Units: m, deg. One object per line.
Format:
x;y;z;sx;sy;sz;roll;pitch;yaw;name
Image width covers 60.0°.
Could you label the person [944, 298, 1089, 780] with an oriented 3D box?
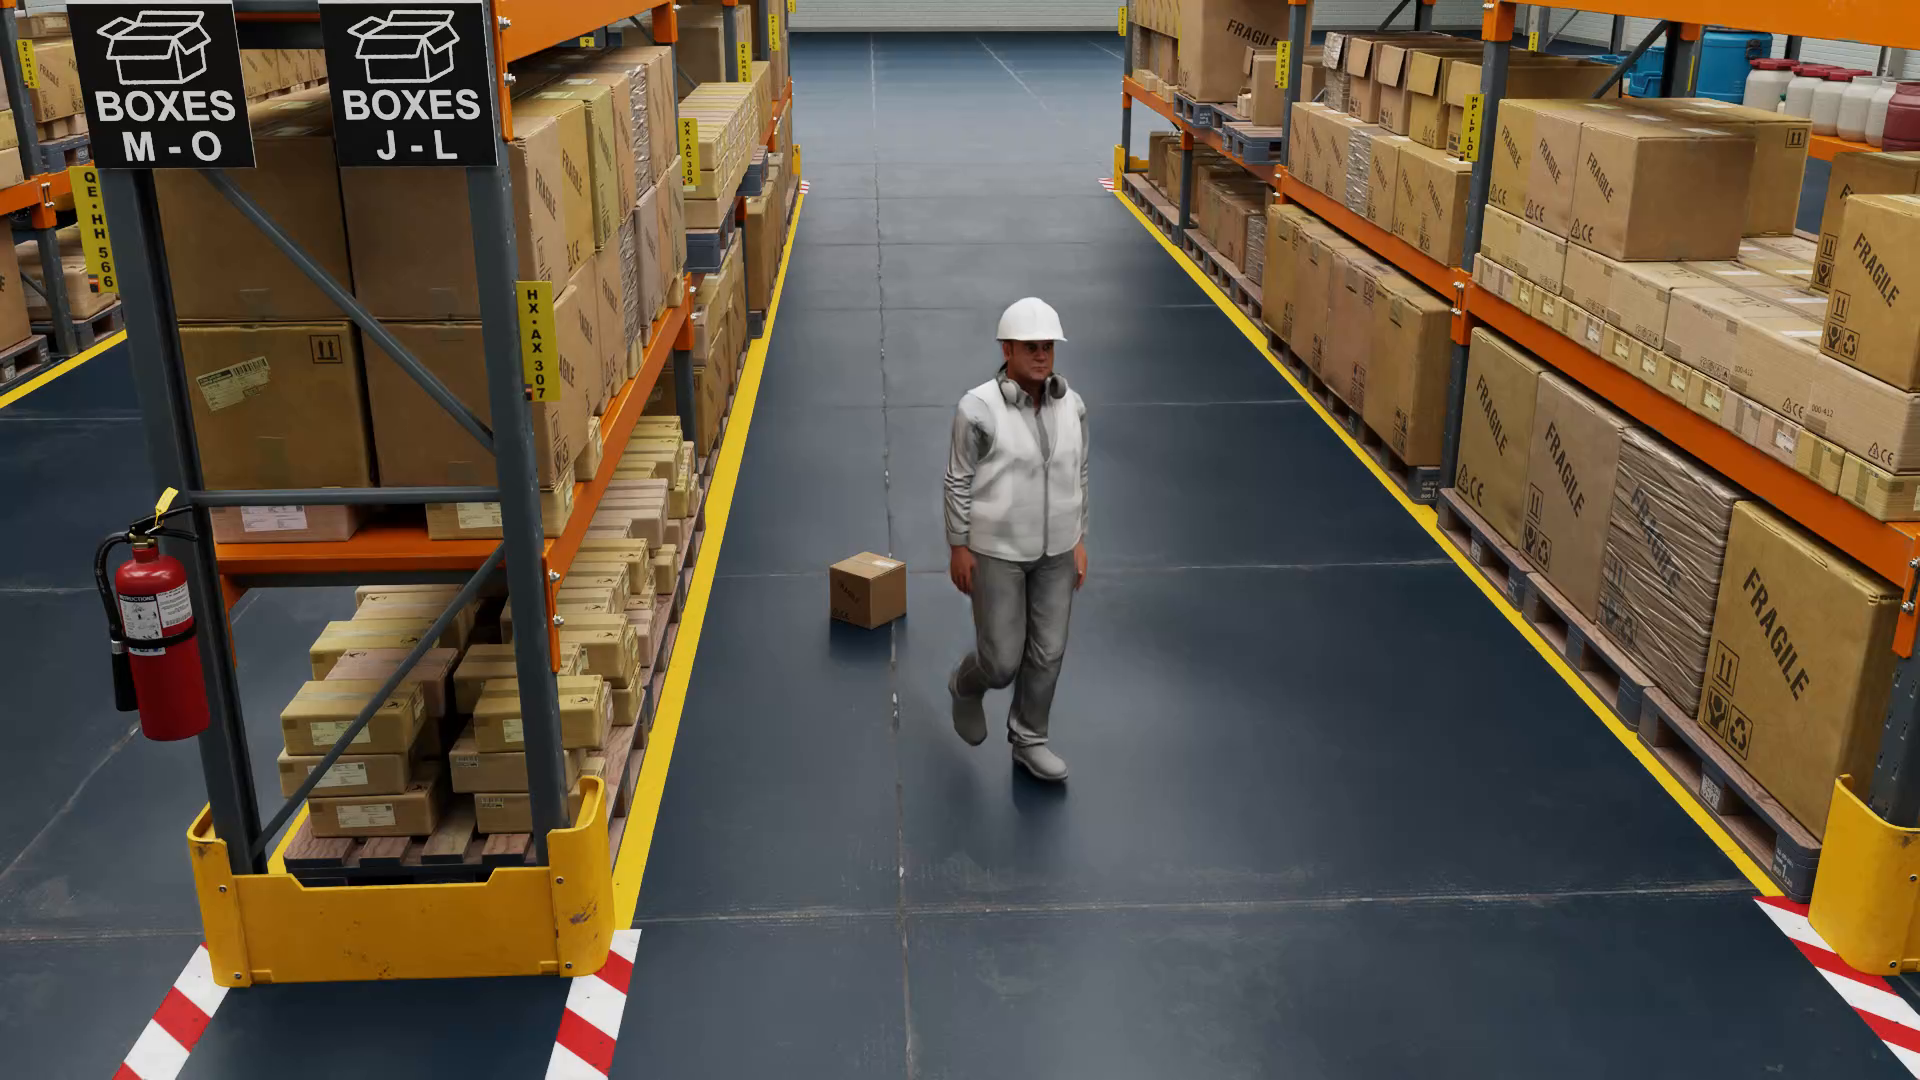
0.191;-0.004;5.981;0.547;1.763;0.556;-10;23;-25;person
